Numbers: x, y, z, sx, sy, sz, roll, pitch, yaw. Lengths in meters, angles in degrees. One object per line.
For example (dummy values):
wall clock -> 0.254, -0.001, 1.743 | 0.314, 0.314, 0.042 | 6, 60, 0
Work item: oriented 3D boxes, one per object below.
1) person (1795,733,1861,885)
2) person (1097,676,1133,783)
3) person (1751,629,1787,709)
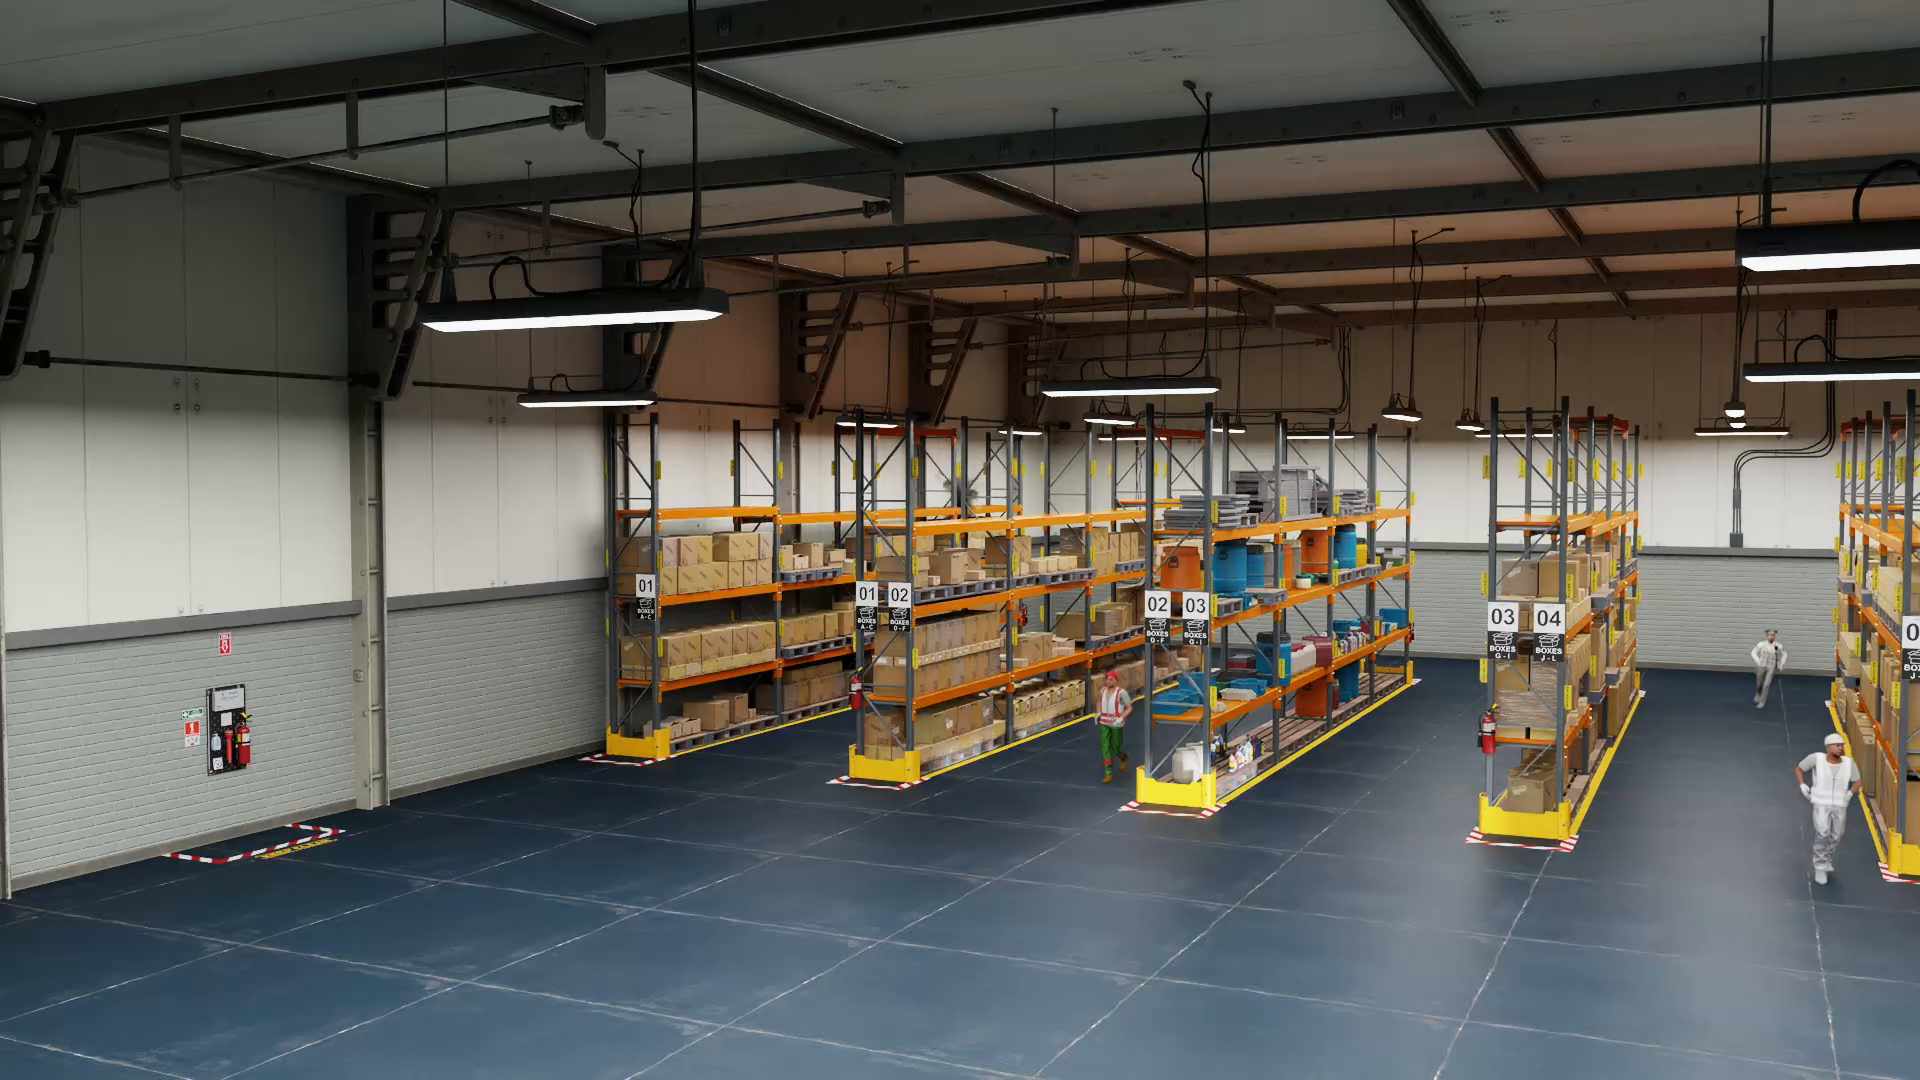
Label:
person -> 10.649, 3.266, 20.347 | 0.691, 1.817, 0.724 | 0, 2, 11
person -> 2.484, 3.017, 26.912 | 0.665, 1.729, 0.826 | 1, 3, 31
person -> 17.049, 2.693, 35.042 | 0.687, 1.654, 0.889 | 1, 3, 25
